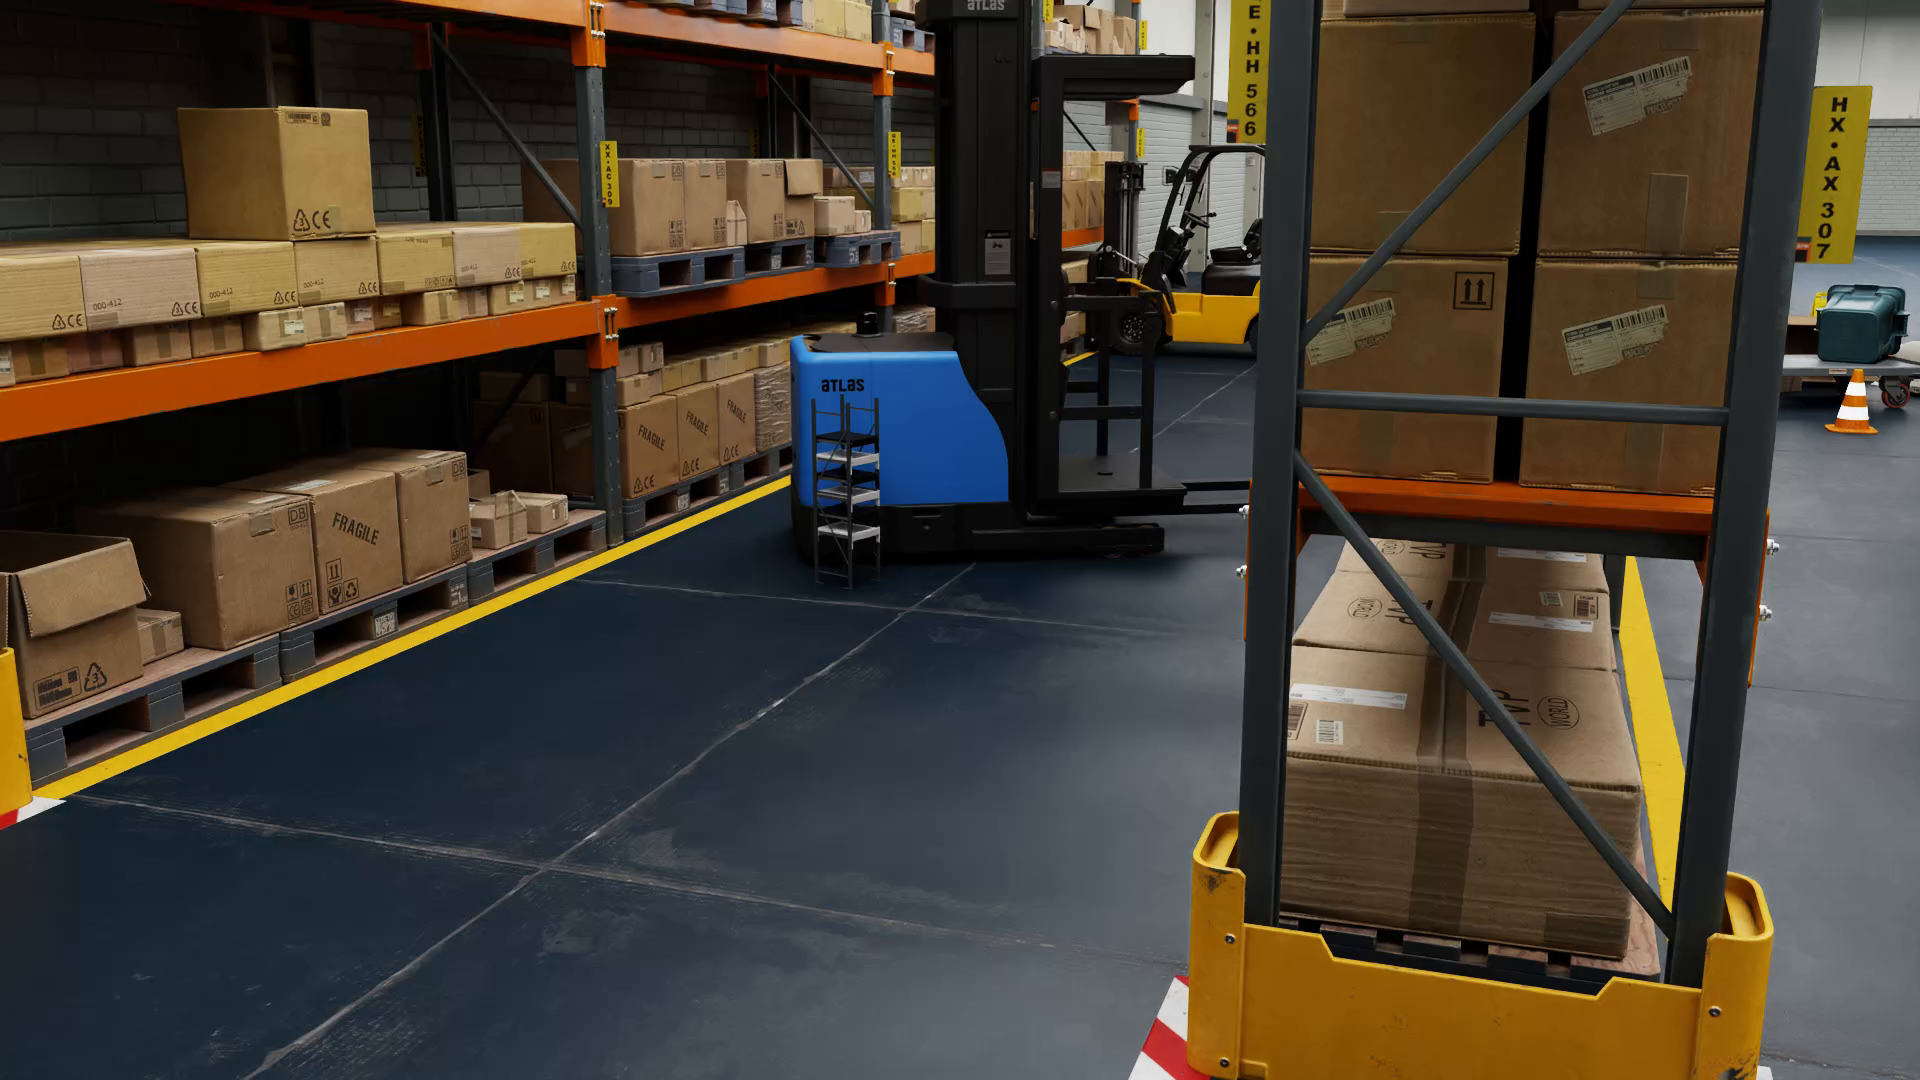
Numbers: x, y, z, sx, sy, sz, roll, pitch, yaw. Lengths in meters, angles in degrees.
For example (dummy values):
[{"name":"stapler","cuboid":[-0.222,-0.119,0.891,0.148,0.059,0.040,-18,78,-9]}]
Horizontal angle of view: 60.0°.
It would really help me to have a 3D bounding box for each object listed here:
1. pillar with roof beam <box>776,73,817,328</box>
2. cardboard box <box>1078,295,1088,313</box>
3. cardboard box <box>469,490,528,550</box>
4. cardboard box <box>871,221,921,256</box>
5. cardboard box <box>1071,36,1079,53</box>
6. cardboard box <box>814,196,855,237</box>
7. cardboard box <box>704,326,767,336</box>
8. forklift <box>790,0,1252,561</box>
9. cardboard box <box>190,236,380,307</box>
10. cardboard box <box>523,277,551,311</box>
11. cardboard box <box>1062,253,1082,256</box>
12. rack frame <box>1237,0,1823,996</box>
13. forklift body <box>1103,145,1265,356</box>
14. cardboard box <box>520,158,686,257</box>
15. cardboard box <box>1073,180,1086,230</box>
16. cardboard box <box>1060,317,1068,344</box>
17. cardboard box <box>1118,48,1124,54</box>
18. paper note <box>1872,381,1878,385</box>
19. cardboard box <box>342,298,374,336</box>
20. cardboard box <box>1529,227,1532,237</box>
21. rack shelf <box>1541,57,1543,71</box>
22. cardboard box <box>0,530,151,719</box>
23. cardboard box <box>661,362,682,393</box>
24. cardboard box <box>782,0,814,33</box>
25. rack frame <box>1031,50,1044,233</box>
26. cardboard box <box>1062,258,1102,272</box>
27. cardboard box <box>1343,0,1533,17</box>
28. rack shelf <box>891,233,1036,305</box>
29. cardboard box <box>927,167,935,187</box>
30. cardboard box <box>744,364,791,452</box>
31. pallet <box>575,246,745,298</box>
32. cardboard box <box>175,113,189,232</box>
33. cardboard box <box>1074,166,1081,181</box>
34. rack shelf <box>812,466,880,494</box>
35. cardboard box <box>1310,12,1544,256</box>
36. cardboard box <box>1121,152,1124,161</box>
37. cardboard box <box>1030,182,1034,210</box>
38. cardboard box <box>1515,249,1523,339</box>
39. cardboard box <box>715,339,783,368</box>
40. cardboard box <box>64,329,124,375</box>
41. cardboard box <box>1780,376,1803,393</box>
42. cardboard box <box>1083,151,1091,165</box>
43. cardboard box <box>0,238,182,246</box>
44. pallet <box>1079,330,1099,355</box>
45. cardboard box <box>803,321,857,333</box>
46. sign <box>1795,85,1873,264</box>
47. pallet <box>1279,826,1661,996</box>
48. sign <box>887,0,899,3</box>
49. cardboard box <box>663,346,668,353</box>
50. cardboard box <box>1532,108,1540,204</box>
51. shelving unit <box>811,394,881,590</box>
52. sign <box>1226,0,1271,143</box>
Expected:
[{"name":"pillar with roof beam","cuboid":[2.648,-5.260,11.811,9.100,9.000,0.400,4,14,18]},{"name":"cardboard box","cuboid":[1.083,-2.547,17.517,0.500,0.250,0.500,4,14,18]},{"name":"cardboard box","cuboid":[-2.307,-0.122,7.981,0.396,0.266,0.258,5,14,20]},{"name":"cardboard box","cuboid":[-0.620,-2.309,12.699,0.500,0.250,0.500,4,14,19]},{"name":"cardboard box","cuboid":[0.981,-4.976,16.703,0.380,0.149,0.250,5,14,20]},{"name":"cardboard box","cuboid":[-1.030,-2.192,11.244,0.500,0.250,0.500,4,13,16]},{"name":"cardboard box","cuboid":[-1.574,-1.409,11.635,0.380,0.149,0.250,5,14,19]},{"name":"forklift","cuboid":[0.621,-1.449,8.749,3.031,2.935,1.130,-2,13,-8]},{"name":"cardboard box","cuboid":[-2.712,-1.092,6.699,0.500,0.250,0.500,4,13,17]},{"name":"cardboard box","cuboid":[-2.217,-1.199,8.067,0.380,0.149,0.250,5,14,20]},{"name":"cardboard box","cuboid":[1.101,-3.149,19.032,0.500,0.250,0.500,4,14,18]},{"name":"rack frame","cuboid":[1.115,-0.265,3.407,1.000,3.000,0.127,4,14,18]},{"name":"forklift body","cuboid":[2.707,-3.046,17.499,2.313,2.155,1.214,4,14,18]},{"name":"cardboard box","cuboid":[-1.921,-1.803,8.977,0.700,0.500,0.500,5,14,20]},{"name":"cardboard box","cuboid":[1.006,-3.489,17.309,0.500,0.500,0.500,4,14,18]},{"name":"cardboard box","cuboid":[0.769,-2.090,16.641,0.500,0.250,0.500,5,14,19]},{"name":"cardboard box","cuboid":[1.613,-5.387,18.506,0.380,0.149,0.250,4,13,17]},{"name":"paper note","cuboid":[8.422,-1.423,15.170,0.172,0.023,0.155,10,16,38]},{"name":"cardboard box","cuboid":[-2.669,-0.932,6.896,0.380,0.149,0.250,4,14,18]},{"name":"cardboard box","cuboid":[2.007,-0.715,5.155,0.500,0.500,0.500,5,14,20]},{"name":"rack shelf","cuboid":[4.350,-3.482,12.379,1.077,0.370,4.000,4,14,18]},{"name":"cardboard box","cuboid":[-3.295,0.269,5.735,0.797,0.503,0.637,4,13,16]},{"name":"cardboard box","cuboid":[-1.832,-0.941,9.586,0.380,0.149,0.250,4,13,15]},{"name":"cardboard box","cuboid":[-1.255,-3.358,10.557,0.500,0.250,0.500,4,14,18]},{"name":"rack frame","cuboid":[0.300,-3.148,16.040,1.000,3.000,0.127,4,14,18]},{"name":"cardboard box","cuboid":[1.255,-2.901,17.948,0.500,0.250,0.500,4,13,17]},{"name":"cardboard box","cuboid":[1.042,-1.207,3.607,0.380,0.149,0.250,5,14,19]},{"name":"rack shelf","cuboid":[-0.347,-2.376,14.275,1.077,0.370,4.000,4,14,18]},{"name":"cardboard box","cuboid":[-0.396,-2.885,13.204,0.380,0.149,0.250,5,14,19]},{"name":"cardboard box","cuboid":[-1.417,-0.862,10.696,0.500,0.500,0.500,4,13,16]},{"name":"pallet","cuboid":[-1.927,-1.530,9.384,1.003,0.211,1.213,4,14,18]},{"name":"cardboard box","cuboid":[-3.022,-1.607,7.270,0.500,0.500,0.500,4,13,17]},{"name":"cardboard box","cuboid":[1.028,-3.774,17.102,0.380,0.149,0.250,4,14,18]},{"name":"rack shelf","cuboid":[-0.546,-0.289,7.977,0.258,0.077,0.200,10,16,37]},{"name":"cardboard box","cuboid":[1.046,-0.920,3.805,0.500,0.500,0.500,5,14,20]},{"name":"cardboard box","cuboid":[1.677,-4.410,19.216,0.380,0.149,0.250,4,14,19]},{"name":"cardboard box","cuboid":[0.383,-3.197,15.467,0.500,0.250,0.500,4,13,17]},{"name":"cardboard box","cuboid":[2.010,-1.076,6.736,0.500,0.500,0.500,5,14,20]},{"name":"cardboard box","cuboid":[-1.370,-1.209,10.759,0.380,0.149,0.250,4,13,16]},{"name":"cardboard box","cuboid":[-3.126,-0.663,5.717,0.380,0.149,0.250,4,14,18]},{"name":"cardboard box","cuboid":[7.292,-1.476,14.856,0.258,0.266,0.396,-5,14,-21]},{"name":"cardboard box","cuboid":[1.187,-4.086,17.799,0.380,0.149,0.250,5,14,19]},{"name":"cardboard box","cuboid":[-3.353,-1.022,6.392,0.500,0.250,0.500,5,14,20]},{"name":"pallet","cuboid":[0.990,-2.211,18.199,1.003,0.211,1.213,4,14,18]},{"name":"cardboard box","cuboid":[-0.915,-1.486,11.973,0.380,0.149,0.250,4,13,16]},{"name":"sign","cuboid":[1.638,-0.684,3.122,0.100,0.325,0.005,4,14,18]},{"name":"pallet","cuboid":[1.300,0.921,4.480,1.003,0.211,1.213,4,14,18]},{"name":"sign","cuboid":[-0.482,-3.981,11.785,0.100,0.325,0.005,4,14,18]},{"name":"cardboard box","cuboid":[-2.064,-1.140,10.457,0.380,0.149,0.250,5,14,19]},{"name":"cardboard box","cuboid":[2.316,-1.755,7.466,0.500,0.500,0.500,5,14,20]},{"name":"shelving unit","cuboid":[-0.546,-0.234,7.990,0.258,0.900,0.210,10,16,37]},{"name":"sign","cuboid":[0.606,-0.987,3.436,0.100,0.325,0.005,4,14,18]}]
